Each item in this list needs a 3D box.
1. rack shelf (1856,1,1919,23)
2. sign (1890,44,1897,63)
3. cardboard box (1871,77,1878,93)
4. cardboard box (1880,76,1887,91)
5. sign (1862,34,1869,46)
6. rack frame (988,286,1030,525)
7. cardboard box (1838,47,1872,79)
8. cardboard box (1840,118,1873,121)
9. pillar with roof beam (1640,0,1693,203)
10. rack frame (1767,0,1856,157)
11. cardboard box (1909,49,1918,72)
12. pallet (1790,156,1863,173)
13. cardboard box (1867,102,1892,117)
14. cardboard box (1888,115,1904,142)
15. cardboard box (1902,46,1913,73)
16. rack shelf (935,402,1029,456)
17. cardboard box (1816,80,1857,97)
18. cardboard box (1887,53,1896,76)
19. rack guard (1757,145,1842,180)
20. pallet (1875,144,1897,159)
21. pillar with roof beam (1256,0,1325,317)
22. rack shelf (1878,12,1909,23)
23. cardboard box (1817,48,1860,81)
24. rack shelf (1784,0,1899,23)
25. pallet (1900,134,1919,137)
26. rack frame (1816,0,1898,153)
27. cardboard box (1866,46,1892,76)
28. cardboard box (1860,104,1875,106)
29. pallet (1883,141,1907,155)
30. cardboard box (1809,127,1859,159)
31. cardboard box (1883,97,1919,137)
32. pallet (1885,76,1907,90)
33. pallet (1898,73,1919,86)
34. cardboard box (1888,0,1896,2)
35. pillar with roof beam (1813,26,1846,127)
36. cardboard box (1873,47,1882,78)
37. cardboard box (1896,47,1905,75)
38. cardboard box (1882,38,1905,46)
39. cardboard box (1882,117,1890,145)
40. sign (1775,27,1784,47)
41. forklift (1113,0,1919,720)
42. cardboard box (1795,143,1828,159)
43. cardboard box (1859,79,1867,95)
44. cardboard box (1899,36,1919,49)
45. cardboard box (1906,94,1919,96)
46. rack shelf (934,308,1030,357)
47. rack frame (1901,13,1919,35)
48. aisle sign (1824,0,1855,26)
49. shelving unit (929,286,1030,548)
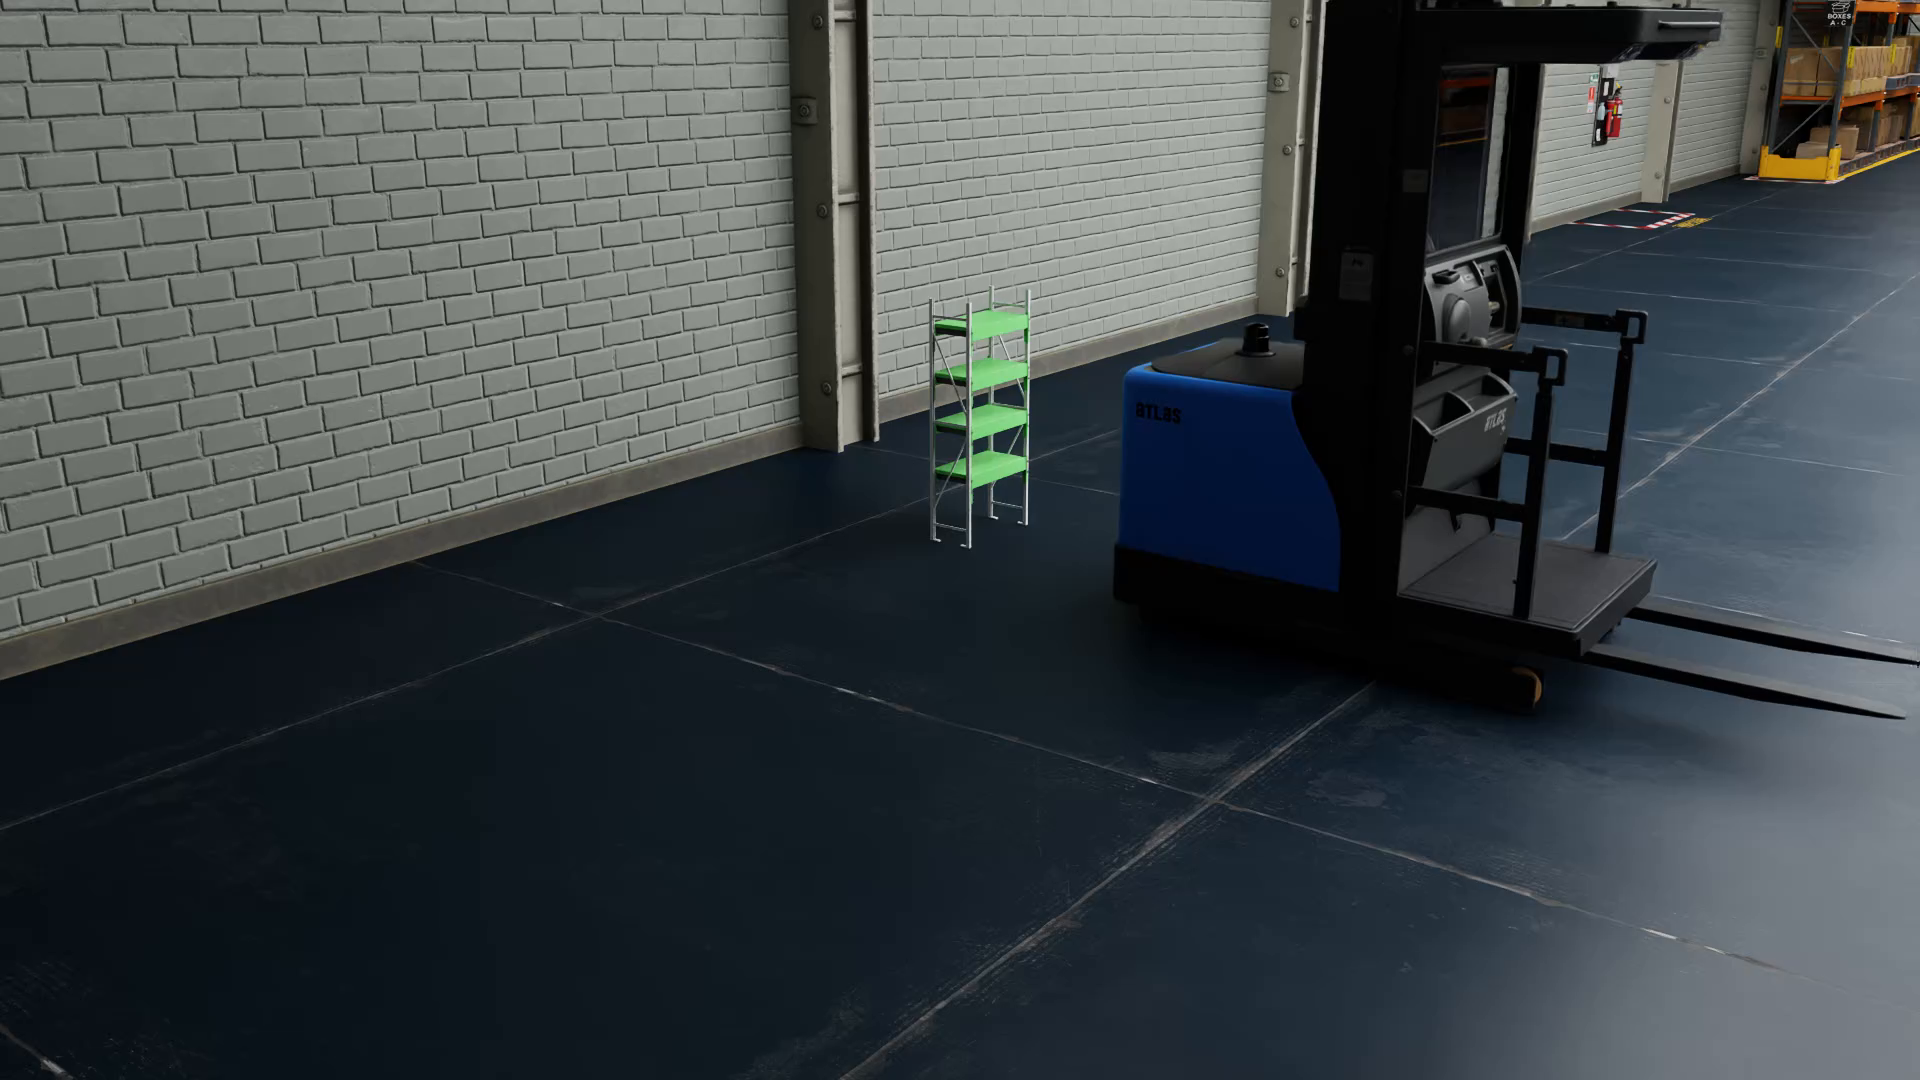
[{"bbox_3d":[17.420,-9.943,31.359,1.077,0.370,4.000,12,21,35],"label":"rack shelf"},{"bbox_3d":[16.668,-8.697,29.732,0.100,0.325,0.005,12,21,35],"label":"sign"},{"bbox_3d":[15.598,-7.909,28.875,0.500,0.250,0.500,12,21,34],"label":"cardboard box"},{"bbox_3d":[16.189,-8.149,29.647,0.500,0.250,0.500,12,21,35],"label":"cardboard box"},{"bbox_3d":[18.164,-9.981,33.373,0.100,0.325,0.005,12,21,35],"label":"sign"},{"bbox_3d":[0.244,-0.671,8.380,0.240,1.200,0.015,12,21,35],"label":"rack frame"},{"bbox_3d":[14.986,-8.019,27.965,0.500,0.500,0.500,12,21,33],"label":"cardboard box"},{"bbox_3d":[16.921,-7.704,31.468,0.700,0.500,0.500,12,21,34],"label":"cardboard box"},{"bbox_3d":[13.449,-8.420,20.183,9.100,9.000,0.400,12,21,35],"label":"pillar with roof beam"},{"bbox_3d":[13.845,-7.425,27.096,1.000,3.000,0.127,12,21,35],"label":"rack frame"},{"bbox_3d":[19.106,-9.600,33.396,0.500,0.500,0.500,13,22,36],"label":"cardboard box"},{"bbox_3d":[15.130,-6.588,29.102,1.003,0.211,1.213,12,21,35],"label":"pallet"},{"bbox_3d":[17.834,-8.399,32.442,0.500,0.250,0.500,13,21,36],"label":"cardboard box"},{"bbox_3d":[18.224,-8.166,32.955,0.700,0.500,0.500,13,21,35],"label":"cardboard box"},{"bbox_3d":[18.339,-9.474,32.785,0.700,0.500,0.500,10,20,28],"label":"cardboard box"},{"bbox_3d":[0.099,-0.551,8.212,0.258,0.148,0.480,12,21,35],"label":"rack shelf"},{"bbox_3d":[14.390,-7.423,27.308,0.500,0.250,0.500,12,21,33],"label":"cardboard box"},{"bbox_3d":[16.897,-8.883,30.879,0.700,0.500,0.500,15,23,40],"label":"cardboard box"},{"bbox_3d":[13.890,-6.249,27.525,1.175,0.500,0.348,12,21,35],"label":"rack guard"},{"bbox_3d":[17.417,-7.523,32.115,1.003,0.211,1.213,12,21,35],"label":"pallet"},{"bbox_3d":[6.299,-5.562,10.980,9.100,9.000,0.400,12,21,35],"label":"pillar with roof beam"},{"bbox_3d":[19.803,-10.896,34.427,1.077,0.370,4.000,12,21,35],"label":"rack shelf"},{"bbox_3d":[14.370,-7.782,27.199,0.500,0.500,0.500,12,21,35],"label":"cardboard box"},{"bbox_3d":[15.036,-8.990,28.291,1.077,0.370,4.000,12,21,35],"label":"rack shelf"},{"bbox_3d":[19.869,-8.462,35.138,1.003,0.211,1.213,12,21,35],"label":"pallet"},{"bbox_3d":[16.228,-8.378,30.163,1.000,3.000,0.127,12,21,35],"label":"rack frame"},{"bbox_3d":[16.195,-8.506,29.533,0.500,0.500,0.500,12,21,35],"label":"cardboard box"},{"bbox_3d":[17.220,-8.160,31.673,0.500,0.250,0.500,12,21,33],"label":"cardboard box"},{"bbox_3d":[18.145,-7.813,33.046,1.003,0.211,1.213,12,21,35],"label":"pallet"},{"bbox_3d":[15.146,-6.892,28.852,0.700,0.500,0.500,11,20,31],"label":"cardboard box"},{"bbox_3d":[19.155,-8.656,33.977,0.750,0.750,0.750,12,21,34],"label":"cardboard box"},{"bbox_3d":[16.800,-8.442,30.695,1.003,0.211,1.213,12,21,35],"label":"pallet"},{"bbox_3d":[18.272,-9.050,32.653,1.213,0.211,1.003,12,21,35],"label":"pallet"},{"bbox_3d":[16.124,-9.703,29.171,0.500,0.500,0.500,13,22,36],"label":"cardboard box"},{"bbox_3d":[20.599,-11.278,29.387,9.100,9.000,0.400,12,21,35],"label":"pillar with roof beam"},{"bbox_3d":[15.593,-8.269,28.767,0.500,0.500,0.500,12,21,33],"label":"cardboard box"},{"bbox_3d":[17.615,-9.174,31.817,0.700,0.500,0.500,12,21,35],"label":"cardboard box"},{"bbox_3d":[18.250,-9.731,32.518,0.380,0.149,0.250,9,19,26],"label":"cardboard box"},{"bbox_3d":[17.551,-7.941,32.229,0.700,0.500,0.500,12,21,34],"label":"cardboard box"},{"bbox_3d":[13.411,-8.232,27.208,0.100,0.325,0.005,12,21,35],"label":"sign"},{"bbox_3d":[2.151,-0.938,6.321,3.031,2.935,1.130,12,21,35],"label":"forklift"},{"bbox_3d":[14.329,-6.500,27.909,0.500,0.311,0.500,10,20,29],"label":"cardboard box"},{"bbox_3d":[14.997,-7.669,28.102,0.500,0.250,0.500,12,21,34],"label":"cardboard box"},{"bbox_3d":[19.106,-9.957,33.282,0.500,0.250,0.500,13,22,36],"label":"cardboard box"},{"bbox_3d":[20.185,-9.067,35.300,0.750,0.750,0.750,13,22,36],"label":"cardboard box"},{"bbox_3d":[0.099,-1.010,8.069,0.258,0.148,0.480,12,21,35],"label":"rack shelf"},{"bbox_3d":[20.995,-10.283,36.299,1.000,3.000,0.127,12,21,35],"label":"rack frame"},{"bbox_3d":[14.043,-8.596,26.484,0.394,0.787,0.004,12,21,35],"label":"aisle sign"},{"bbox_3d":[0.099,-0.612,8.193,0.258,1.200,0.503,12,21,35],"label":"shelving unit"}]
